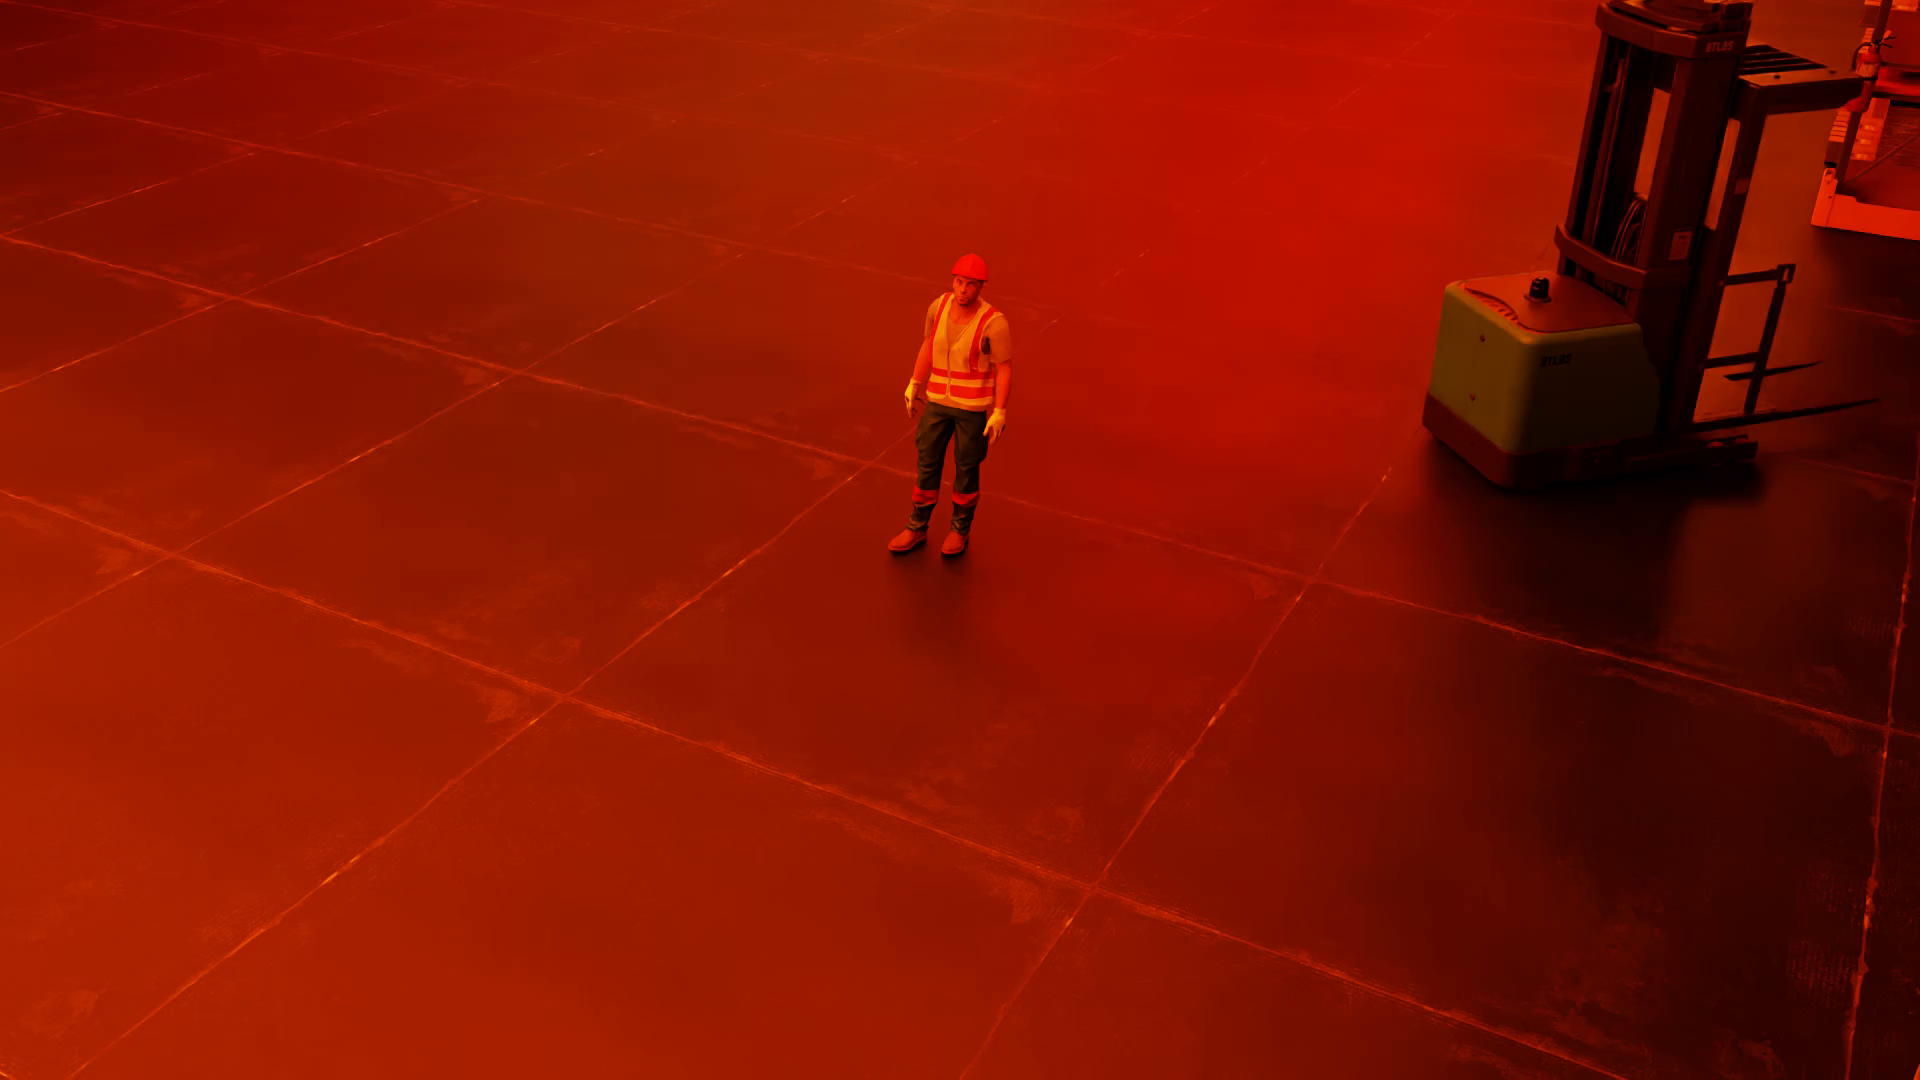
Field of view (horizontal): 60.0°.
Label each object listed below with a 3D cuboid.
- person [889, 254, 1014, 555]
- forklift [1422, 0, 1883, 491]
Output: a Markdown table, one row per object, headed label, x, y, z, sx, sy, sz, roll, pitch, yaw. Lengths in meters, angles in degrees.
| label | x | y | z | sx | sy | sz | roll | pitch | yaw |
| --- | --- | --- | --- | --- | --- | --- | --- | --- | --- |
| person | -0.050 | -0.749 | 9.497 | 0.637 | 1.787 | 0.564 | 15 | 33 | 25 |
| forklift | 4.690 | -1.987 | 10.514 | 3.031 | 2.935 | 1.130 | -8 | 31 | -14 |
